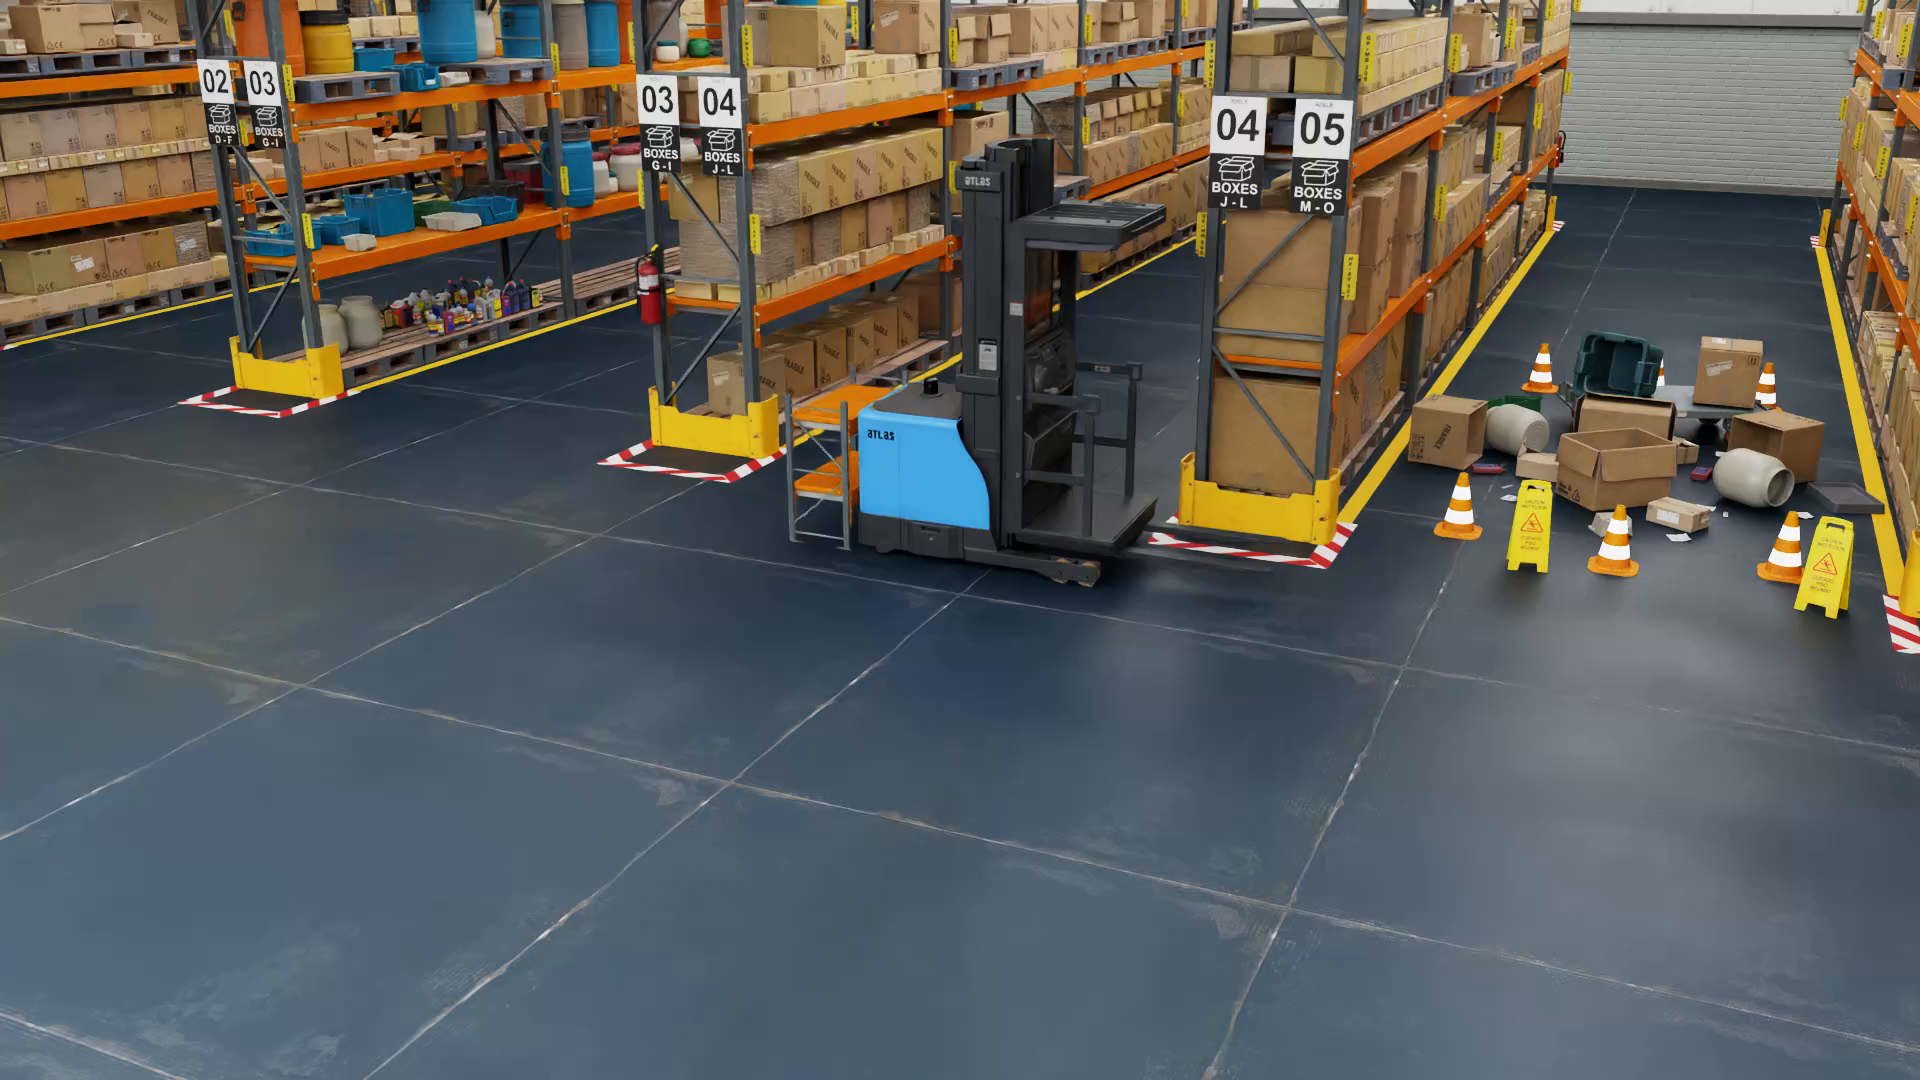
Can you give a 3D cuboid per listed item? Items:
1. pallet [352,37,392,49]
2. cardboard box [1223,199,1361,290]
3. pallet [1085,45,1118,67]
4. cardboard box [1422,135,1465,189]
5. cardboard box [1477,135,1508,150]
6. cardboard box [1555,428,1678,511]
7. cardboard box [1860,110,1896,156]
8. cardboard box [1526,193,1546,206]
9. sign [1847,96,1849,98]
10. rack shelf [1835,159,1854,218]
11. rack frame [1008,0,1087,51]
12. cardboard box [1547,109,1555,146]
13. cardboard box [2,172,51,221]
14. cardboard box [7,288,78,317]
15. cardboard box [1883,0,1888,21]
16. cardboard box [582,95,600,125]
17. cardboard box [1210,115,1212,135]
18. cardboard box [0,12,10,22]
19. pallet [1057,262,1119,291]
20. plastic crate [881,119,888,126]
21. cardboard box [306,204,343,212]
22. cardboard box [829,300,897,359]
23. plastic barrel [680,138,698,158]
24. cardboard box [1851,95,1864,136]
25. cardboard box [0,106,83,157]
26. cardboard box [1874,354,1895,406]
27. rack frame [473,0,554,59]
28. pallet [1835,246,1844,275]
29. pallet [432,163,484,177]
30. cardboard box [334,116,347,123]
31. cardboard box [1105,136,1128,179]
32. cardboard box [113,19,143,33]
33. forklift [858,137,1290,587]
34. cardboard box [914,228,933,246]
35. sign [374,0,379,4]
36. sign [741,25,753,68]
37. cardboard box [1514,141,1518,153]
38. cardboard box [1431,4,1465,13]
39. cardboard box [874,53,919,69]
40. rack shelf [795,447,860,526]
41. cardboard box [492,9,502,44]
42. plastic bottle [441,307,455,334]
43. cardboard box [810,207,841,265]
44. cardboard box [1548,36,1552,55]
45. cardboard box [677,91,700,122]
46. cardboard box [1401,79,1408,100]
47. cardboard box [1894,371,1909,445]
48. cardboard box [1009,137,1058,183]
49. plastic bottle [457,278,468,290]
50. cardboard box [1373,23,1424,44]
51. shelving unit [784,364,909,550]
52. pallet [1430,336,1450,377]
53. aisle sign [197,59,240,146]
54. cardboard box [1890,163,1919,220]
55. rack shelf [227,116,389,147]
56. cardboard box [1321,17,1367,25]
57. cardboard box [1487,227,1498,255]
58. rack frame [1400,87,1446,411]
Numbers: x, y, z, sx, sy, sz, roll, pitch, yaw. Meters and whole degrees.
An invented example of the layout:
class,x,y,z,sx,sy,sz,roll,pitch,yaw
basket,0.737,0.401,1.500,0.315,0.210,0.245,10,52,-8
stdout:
class,x,y,z,sx,sy,sz,roll,pitch,yaw
pallet,-8.620,-6.788,22.885,1.003,0.211,1.213,10,22,25
cardboard box,2.462,-2.196,12.332,0.875,0.550,0.550,9,21,23
pallet,1.282,-6.194,21.214,1.213,0.211,1.003,10,22,25
cardboard box,4.944,-4.024,17.667,0.700,0.500,0.500,8,21,22
cardboard box,6.668,-4.989,20.880,0.380,0.149,0.250,8,21,20
cardboard box,5.242,-0.568,13.316,0.797,0.503,0.637,-5,20,-15
cardboard box,11.304,-4.952,20.274,0.500,0.500,0.500,9,21,23
cardboard box,8.696,-5.172,25.276,0.380,0.149,0.250,8,21,21
sign,15.653,-7.631,29.046,0.327,0.218,0.001,9,21,23
rack shelf,12.565,-4.801,22.565,1.077,0.370,4.000,9,21,23
rack frame,1.067,-7.492,20.106,1.000,3.000,0.127,9,21,23
cardboard box,8.463,-6.101,24.555,0.500,0.500,0.500,9,21,23
cardboard box,-10.831,-3.930,18.893,0.700,0.500,0.500,9,22,24
cardboard box,-10.621,-2.769,19.256,0.500,0.250,0.500,9,21,23
cardboard box,12.422,-6.861,21.883,0.500,0.500,0.500,9,21,24
cardboard box,-6.360,-7.484,28.887,0.500,0.500,0.500,9,21,24
cardboard box,3.761,-6.526,26.121,0.500,0.250,0.500,9,21,23
cardboard box,-13.579,-7.395,23.816,0.500,0.311,0.500,9,22,24
pallet,1.459,-3.582,22.227,1.003,0.211,1.213,9,21,23
plastic crate,-1.219,-6.865,27.110,0.402,0.464,0.583,9,21,23
cardboard box,-9.080,-4.598,23.561,0.500,0.311,0.500,8,21,22
cardboard box,-0.999,-2.170,17.198,0.500,0.500,0.500,17,26,40
plastic barrel,-3.678,-5.054,22.037,0.421,0.512,0.421,0,20,0
cardboard box,12.315,-5.692,22.356,0.500,0.500,0.500,9,21,23
cardboard box,-10.604,-4.712,19.155,0.700,0.500,0.500,9,21,23
cardboard box,8.974,-1.424,15.290,0.950,0.372,0.625,10,22,26
rack frame,-5.089,-6.949,18.578,1.000,3.000,0.127,9,21,23
pallet,12.627,-3.811,22.869,1.003,0.211,1.213,9,21,23
pallet,-9.971,-7.209,32.426,1.003,0.211,1.213,9,21,23
cardboard box,-11.015,-7.434,29.240,0.380,0.149,0.250,9,21,23
cardboard box,1.930,-5.139,22.293,0.500,0.500,0.500,8,21,22
cardboard box,-10.275,-6.155,20.121,0.500,0.311,0.500,7,21,20
forklift,0.819,-1.258,11.632,3.031,2.935,1.130,8,21,21
cardboard box,-0.502,-3.143,17.205,0.380,0.149,0.250,9,21,23
sign,-10.353,-9.661,29.440,0.100,0.325,0.005,9,21,23
sign,-1.714,-3.971,13.376,0.100,0.325,0.005,9,21,23
cardboard box,7.099,-5.167,21.825,0.380,0.149,0.250,9,21,23
cardboard box,5.676,-6.093,19.357,0.396,0.266,0.258,9,21,23
cardboard box,-0.633,-4.765,16.543,0.380,0.149,0.250,9,21,23
rack shelf,-0.834,-0.418,12.696,0.538,0.278,1.000,8,21,22
cardboard box,-7.399,-7.939,25.690,0.910,0.500,0.500,9,21,23
plastic bottle,-5.591,-2.405,18.153,0.061,0.283,0.133,9,21,24
cardboard box,-1.619,-2.888,15.519,0.875,0.500,0.500,9,21,23
cardboard box,7.816,-6.779,22.802,0.500,0.250,0.500,8,21,22
cardboard box,-2.243,-3.745,14.269,0.500,0.250,0.500,9,22,24
cardboard box,3.328,-3.573,13.161,0.380,0.149,0.250,9,21,23
cardboard box,7.774,-1.030,13.246,0.500,0.500,0.500,9,22,25
cardboard box,0.745,-4.556,20.026,0.700,0.500,0.500,12,23,31
plastic bottle,-5.799,-2.892,19.420,0.144,0.351,0.185,9,22,24
cardboard box,3.536,-4.106,13.469,0.380,0.149,0.250,8,21,22
shelving unit,-0.834,-0.649,12.614,0.538,1.125,1.048,8,21,22
pallet,4.658,-2.038,17.884,1.003,0.211,1.213,9,21,23
aisle sign,-7.028,-4.143,15.763,0.394,0.787,0.004,9,21,23
cardboard box,9.506,-3.425,16.402,0.500,0.500,0.500,10,22,25
rack shelf,-11.671,-6.977,28.684,1.077,0.370,4.000,9,21,23
cardboard box,3.350,-4.504,14.589,0.380,0.149,0.250,8,21,22
cardboard box,6.262,-3.660,20.269,0.500,0.250,0.500,8,21,22
rack frame,3.913,-2.731,15.672,1.000,3.000,0.127,9,21,23
